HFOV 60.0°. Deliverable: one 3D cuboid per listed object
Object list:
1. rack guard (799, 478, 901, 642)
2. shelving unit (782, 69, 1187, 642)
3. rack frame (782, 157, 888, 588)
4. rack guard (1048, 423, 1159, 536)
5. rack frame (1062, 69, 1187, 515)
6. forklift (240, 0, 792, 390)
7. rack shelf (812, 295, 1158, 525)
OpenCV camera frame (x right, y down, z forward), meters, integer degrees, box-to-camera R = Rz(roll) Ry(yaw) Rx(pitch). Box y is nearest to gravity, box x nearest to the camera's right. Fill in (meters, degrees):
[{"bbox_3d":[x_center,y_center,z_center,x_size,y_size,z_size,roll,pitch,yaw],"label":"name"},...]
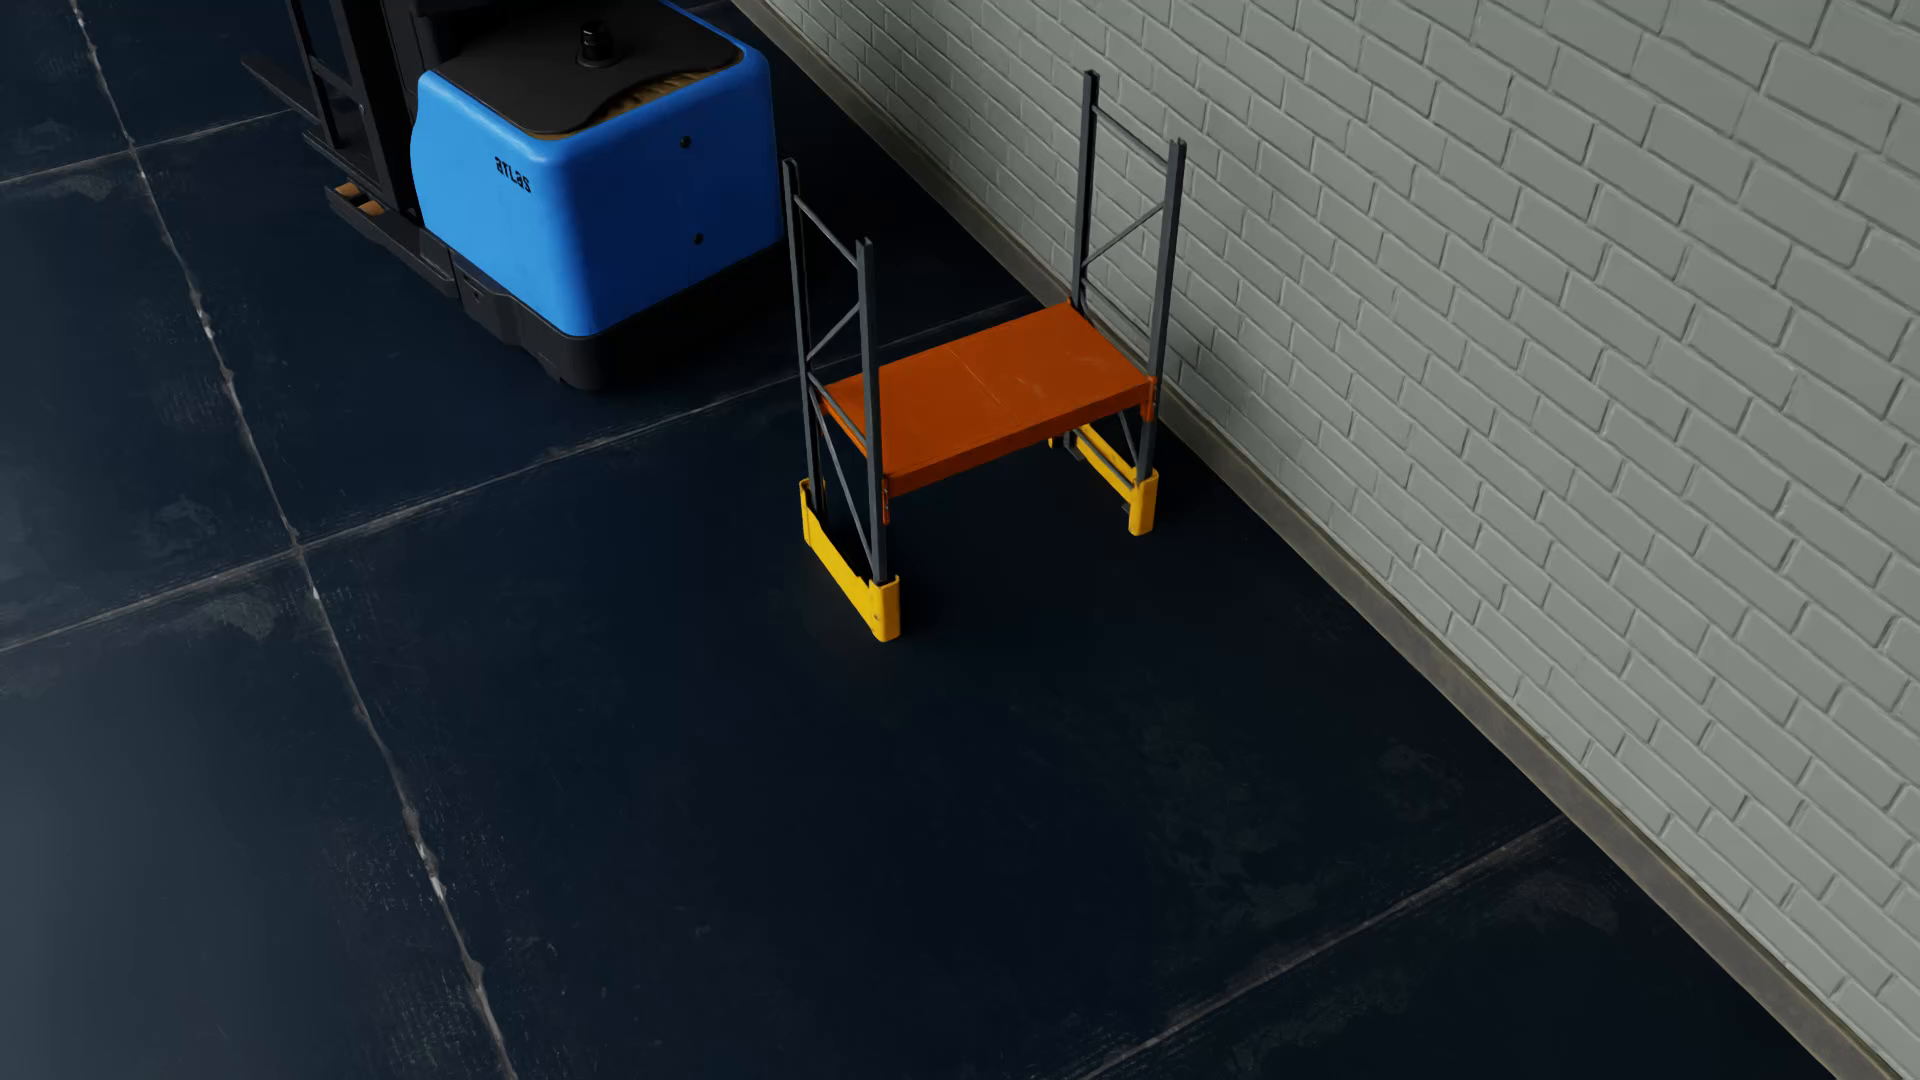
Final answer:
[{"bbox_3d":[-0.366,0.057,5.512,0.087,0.250,0.587,-22,48,-21],"label":"rack guard"},{"bbox_3d":[0.066,-0.565,5.255,1.083,1.500,0.587,-22,48,-21],"label":"shelving unit"},{"bbox_3d":[-0.367,-0.391,5.076,0.032,1.500,0.500,-22,48,-21],"label":"rack frame"},{"bbox_3d":[0.498,-0.289,5.868,0.087,0.250,0.587,-22,48,-21],"label":"rack guard"},{"bbox_3d":[0.515,-0.744,5.440,0.032,1.500,0.500,-22,48,-21],"label":"rack frame"},{"bbox_3d":[-2.062,-2.541,6.264,1.130,2.935,3.031,-34,53,-30],"label":"forklift"},{"bbox_3d":[0.074,-0.439,5.383,1.000,0.185,0.538,-22,48,-21],"label":"rack shelf"}]
